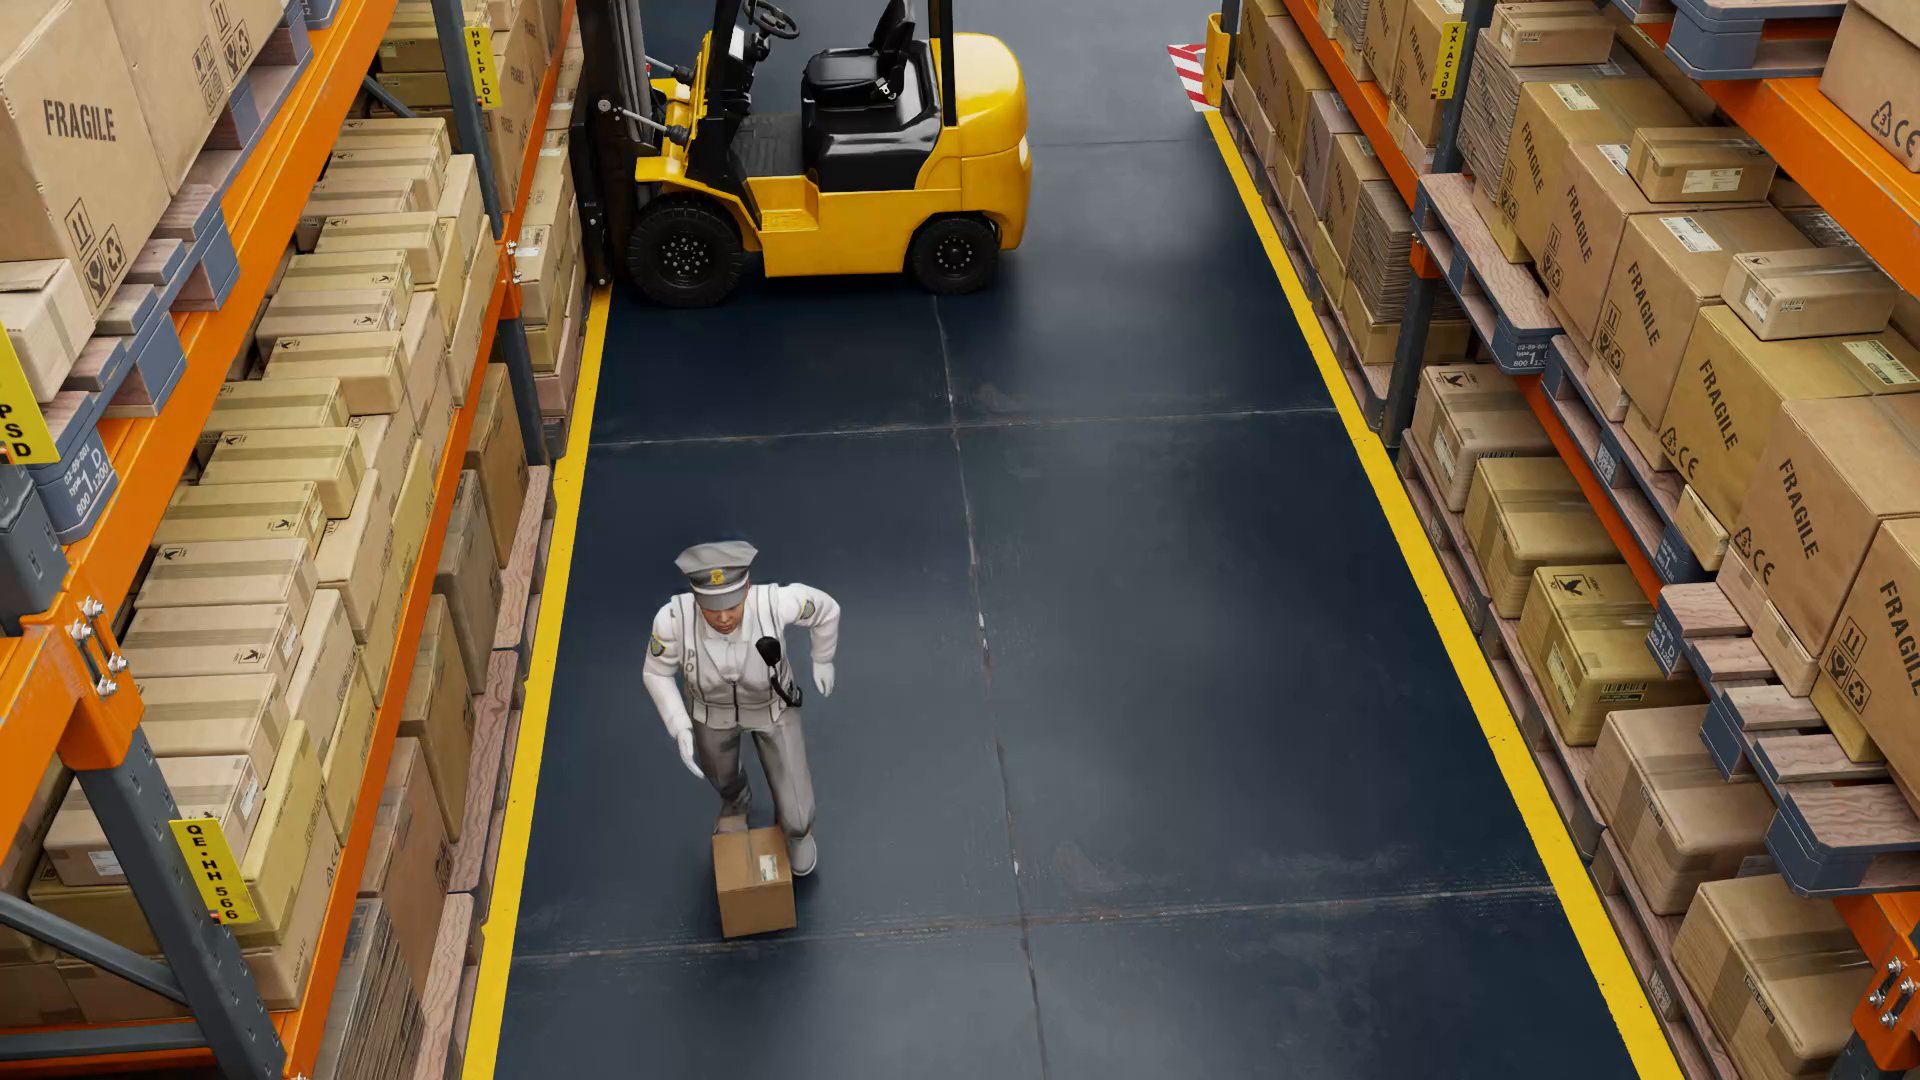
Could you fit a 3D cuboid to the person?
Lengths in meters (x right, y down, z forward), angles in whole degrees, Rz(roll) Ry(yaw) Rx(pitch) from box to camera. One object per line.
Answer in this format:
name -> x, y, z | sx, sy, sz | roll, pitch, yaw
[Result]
person -> -0.700, 0.575, 5.494 | 0.628, 1.611, 0.754 | 0, 39, 0
